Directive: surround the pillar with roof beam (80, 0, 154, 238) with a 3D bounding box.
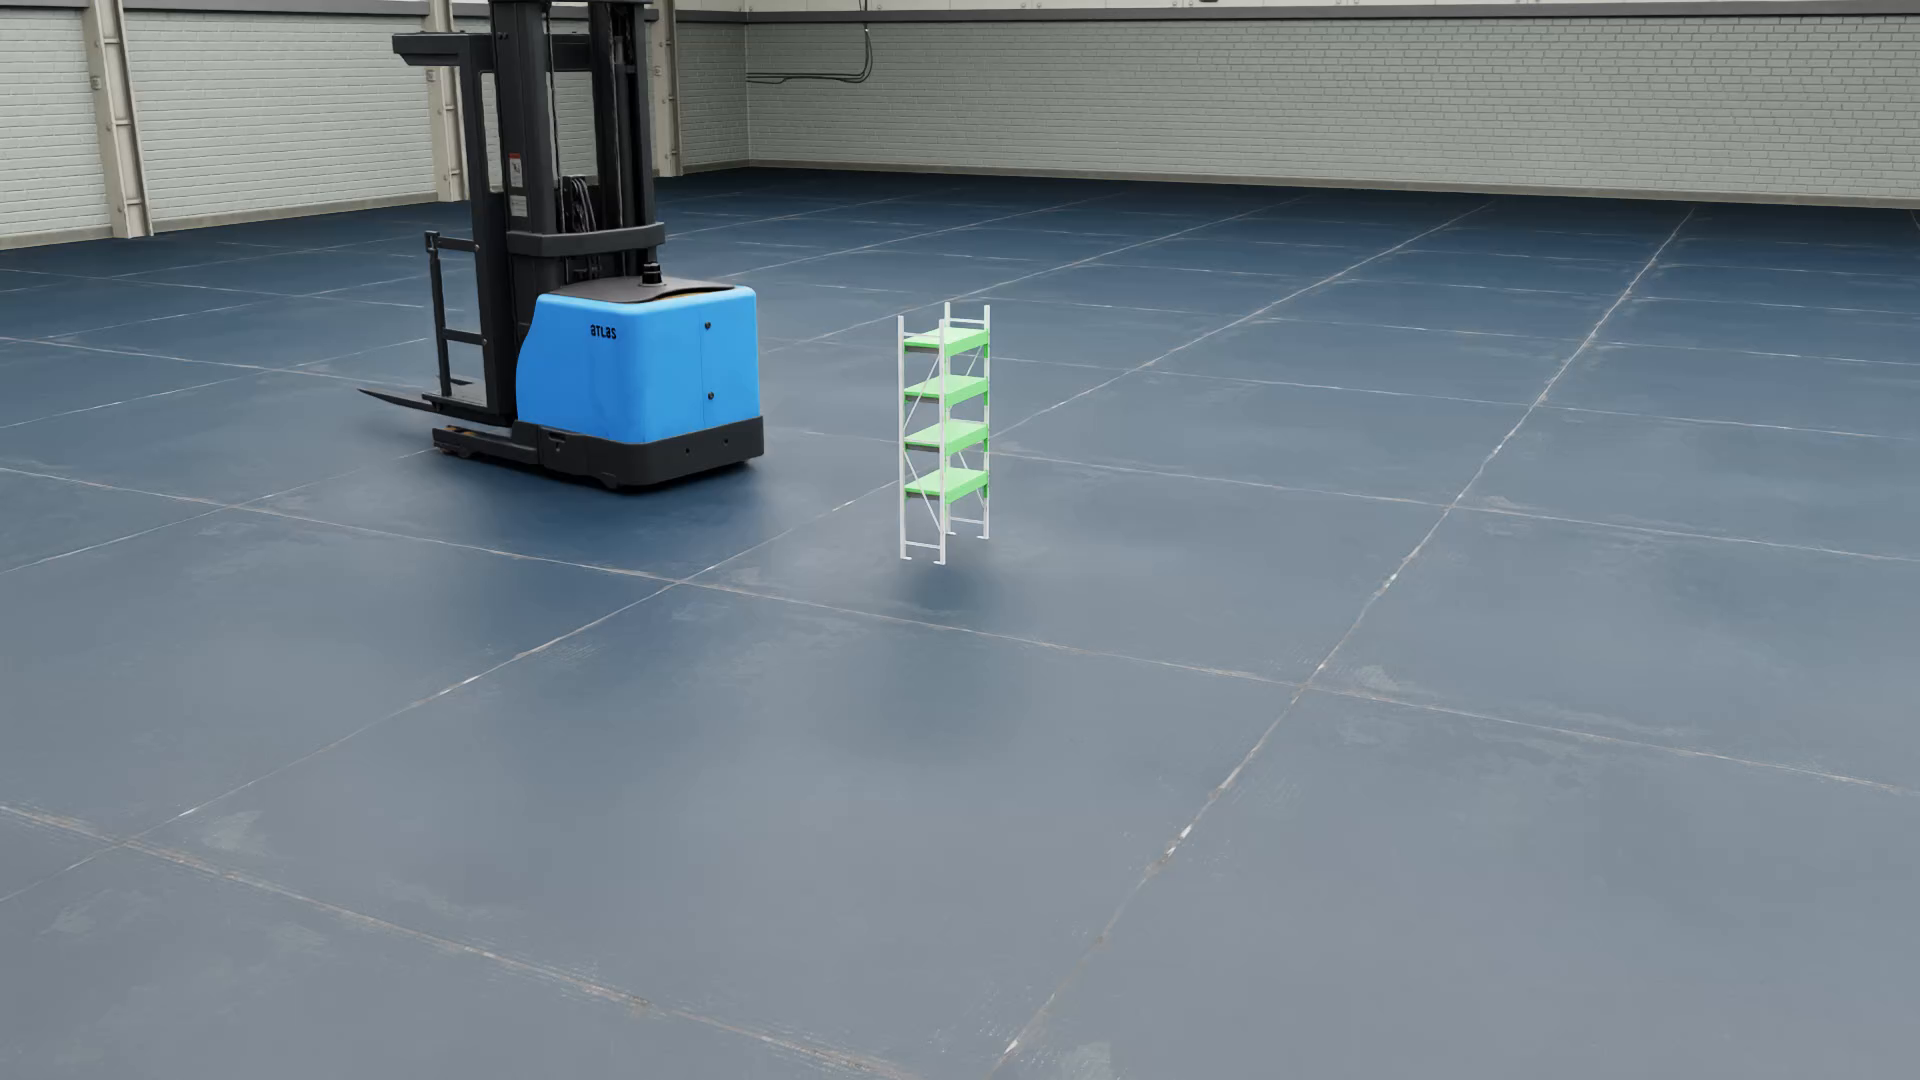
[{"bbox_3d":[-7.151,-7.807,19.006,9.100,9.000,0.400,8,18,25],"label":"pillar with roof beam"}]

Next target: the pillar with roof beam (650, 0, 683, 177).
[{"bbox_3d":[-1.789,-10.864,29.297,9.100,9.000,0.400,8,18,25],"label":"pillar with roof beam"}]

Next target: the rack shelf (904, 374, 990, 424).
[{"bbox_3d":[-0.074,-0.702,8.161,0.258,0.148,0.480,8,18,25],"label":"rack shelf"}]

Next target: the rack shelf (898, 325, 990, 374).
[{"bbox_3d":[-0.074,-0.932,8.093,0.258,0.148,0.480,8,18,25],"label":"rack shelf"}]

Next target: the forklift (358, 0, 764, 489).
[{"bbox_3d":[-2.648,-2.011,10.147,3.031,2.935,1.130,13,21,37],"label":"forklift"}]

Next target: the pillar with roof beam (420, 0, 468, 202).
[{"bbox_3d":[-4.470,-9.336,24.151,9.100,9.000,0.400,8,18,25],"label":"pillar with roof beam"}]

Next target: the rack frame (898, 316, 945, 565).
[{"bbox_3d":[-0.183,-0.471,8.002,0.240,1.200,0.015,8,18,25],"label":"rack frame"}]

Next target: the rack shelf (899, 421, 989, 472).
[{"bbox_3d":[-0.074,-0.472,8.230,0.258,0.148,0.480,8,18,25],"label":"rack shelf"}]

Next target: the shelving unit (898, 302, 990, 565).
[{"bbox_3d":[-0.074,-0.533,8.212,0.258,1.200,0.503,8,18,25],"label":"shelving unit"}]

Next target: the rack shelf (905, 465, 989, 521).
[{"bbox_3d":[-0.074,-0.242,8.298,0.258,0.148,0.480,8,18,25],"label":"rack shelf"}]

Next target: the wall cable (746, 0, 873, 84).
[{"bbox_3d":[-3.141,-10.505,33.543,3.097,2.526,0.112,8,18,25],"label":"wall cable"}]

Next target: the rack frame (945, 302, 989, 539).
[{"bbox_3d":[0.035,-0.595,8.421,0.240,1.200,0.015,8,18,25],"label":"rack frame"}]
